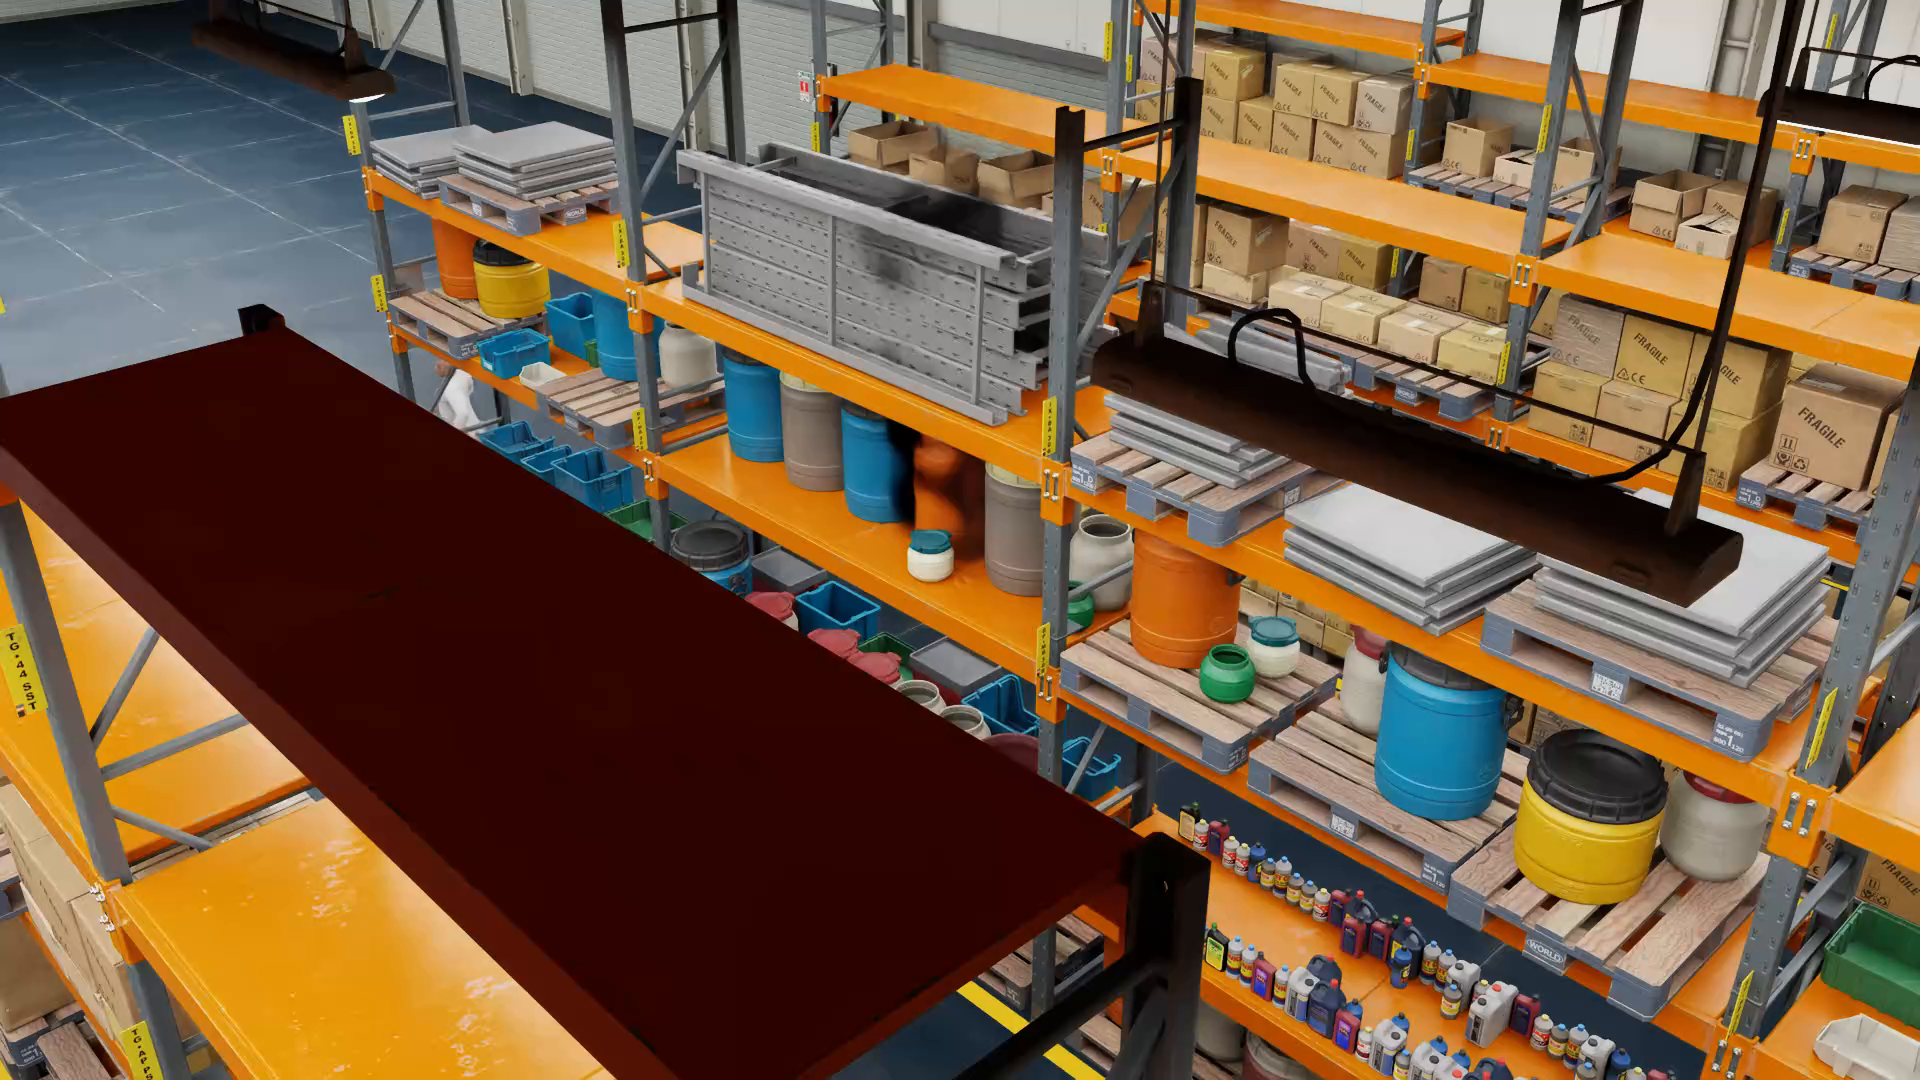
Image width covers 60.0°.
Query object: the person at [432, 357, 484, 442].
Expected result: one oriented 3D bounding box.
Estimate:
[{"bbox_3d":[-5.112,-1.086,16.998,0.930,1.793,0.770,2,28,4],"label":"person"}]
